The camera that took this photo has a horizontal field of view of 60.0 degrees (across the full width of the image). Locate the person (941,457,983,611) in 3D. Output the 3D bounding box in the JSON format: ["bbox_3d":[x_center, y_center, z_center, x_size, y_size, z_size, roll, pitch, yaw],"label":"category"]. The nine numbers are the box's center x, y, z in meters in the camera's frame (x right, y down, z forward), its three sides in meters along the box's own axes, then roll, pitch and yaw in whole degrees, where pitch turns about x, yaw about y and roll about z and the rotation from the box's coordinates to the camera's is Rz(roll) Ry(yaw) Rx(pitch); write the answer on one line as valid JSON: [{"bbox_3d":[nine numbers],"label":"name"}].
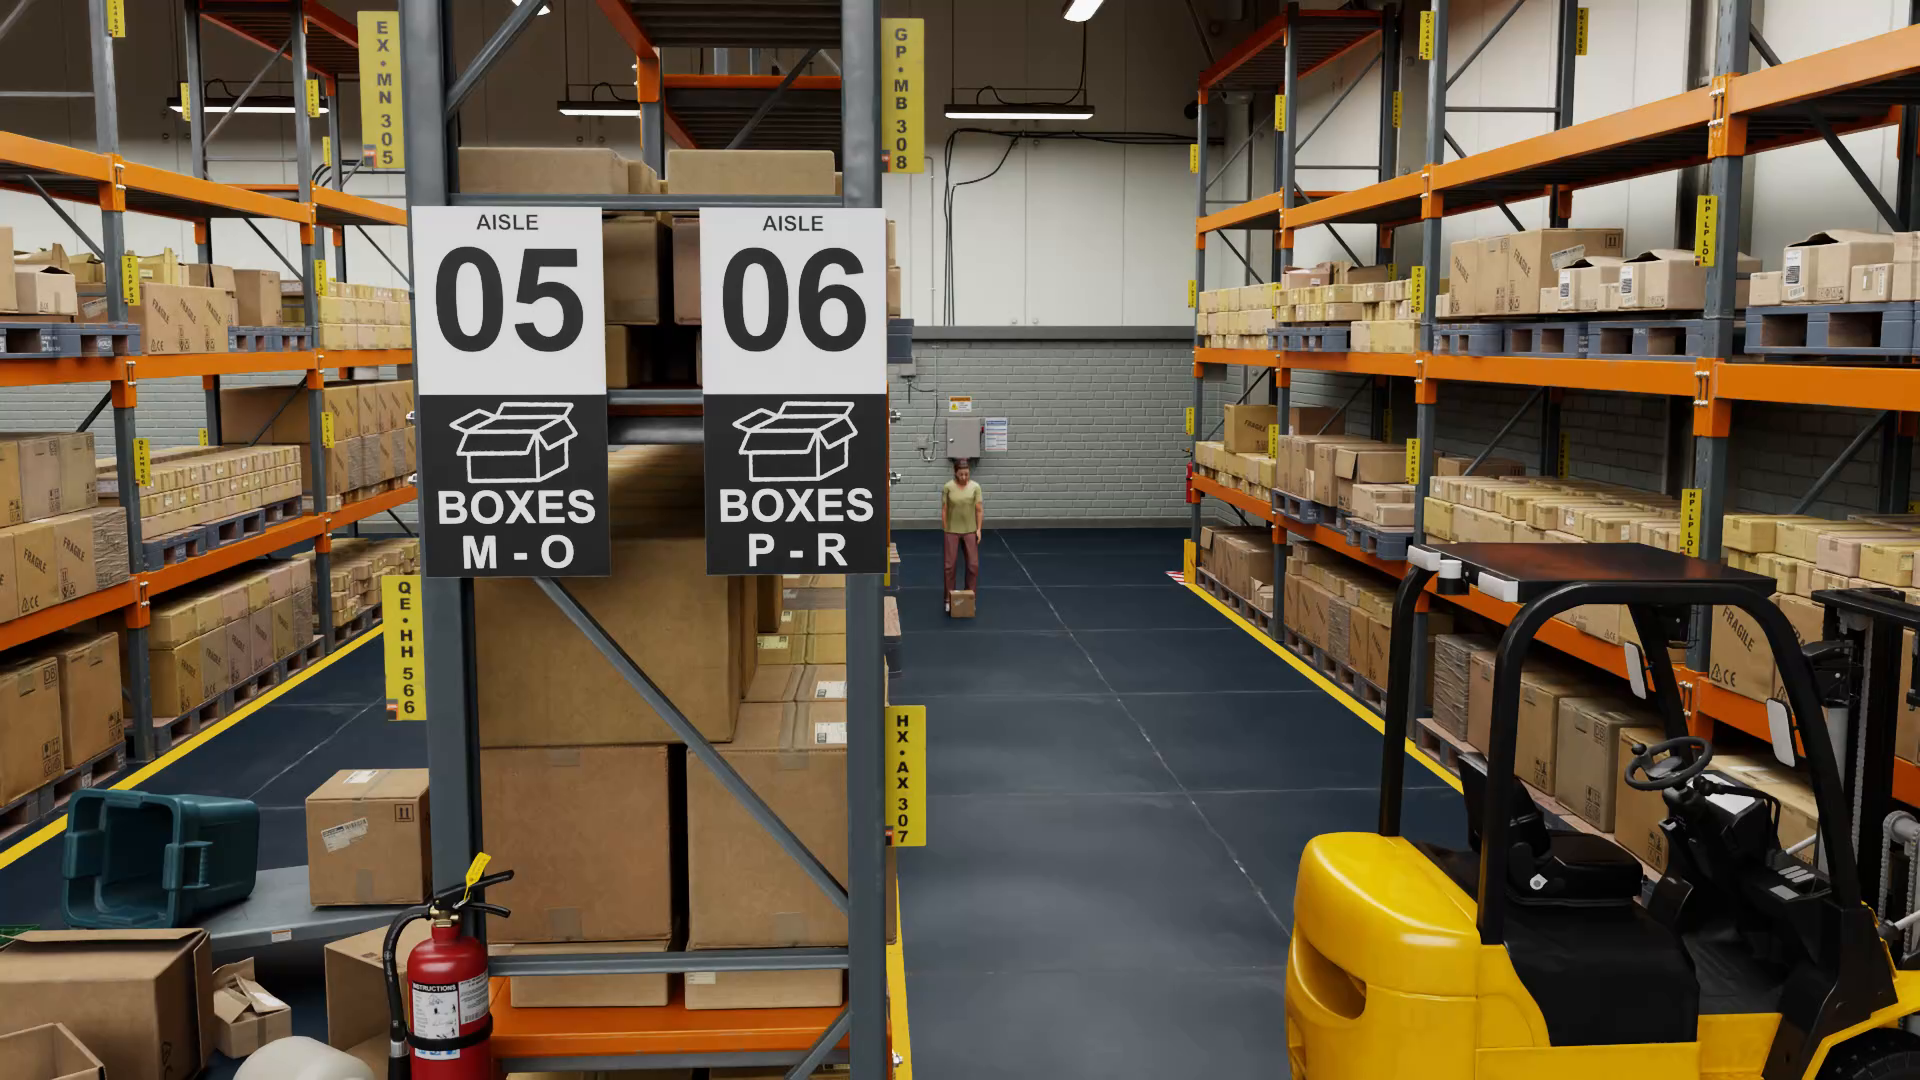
[{"bbox_3d":[0.024,0.054,17.913,0.458,1.421,0.351,0,7,-3],"label":"person"}]
